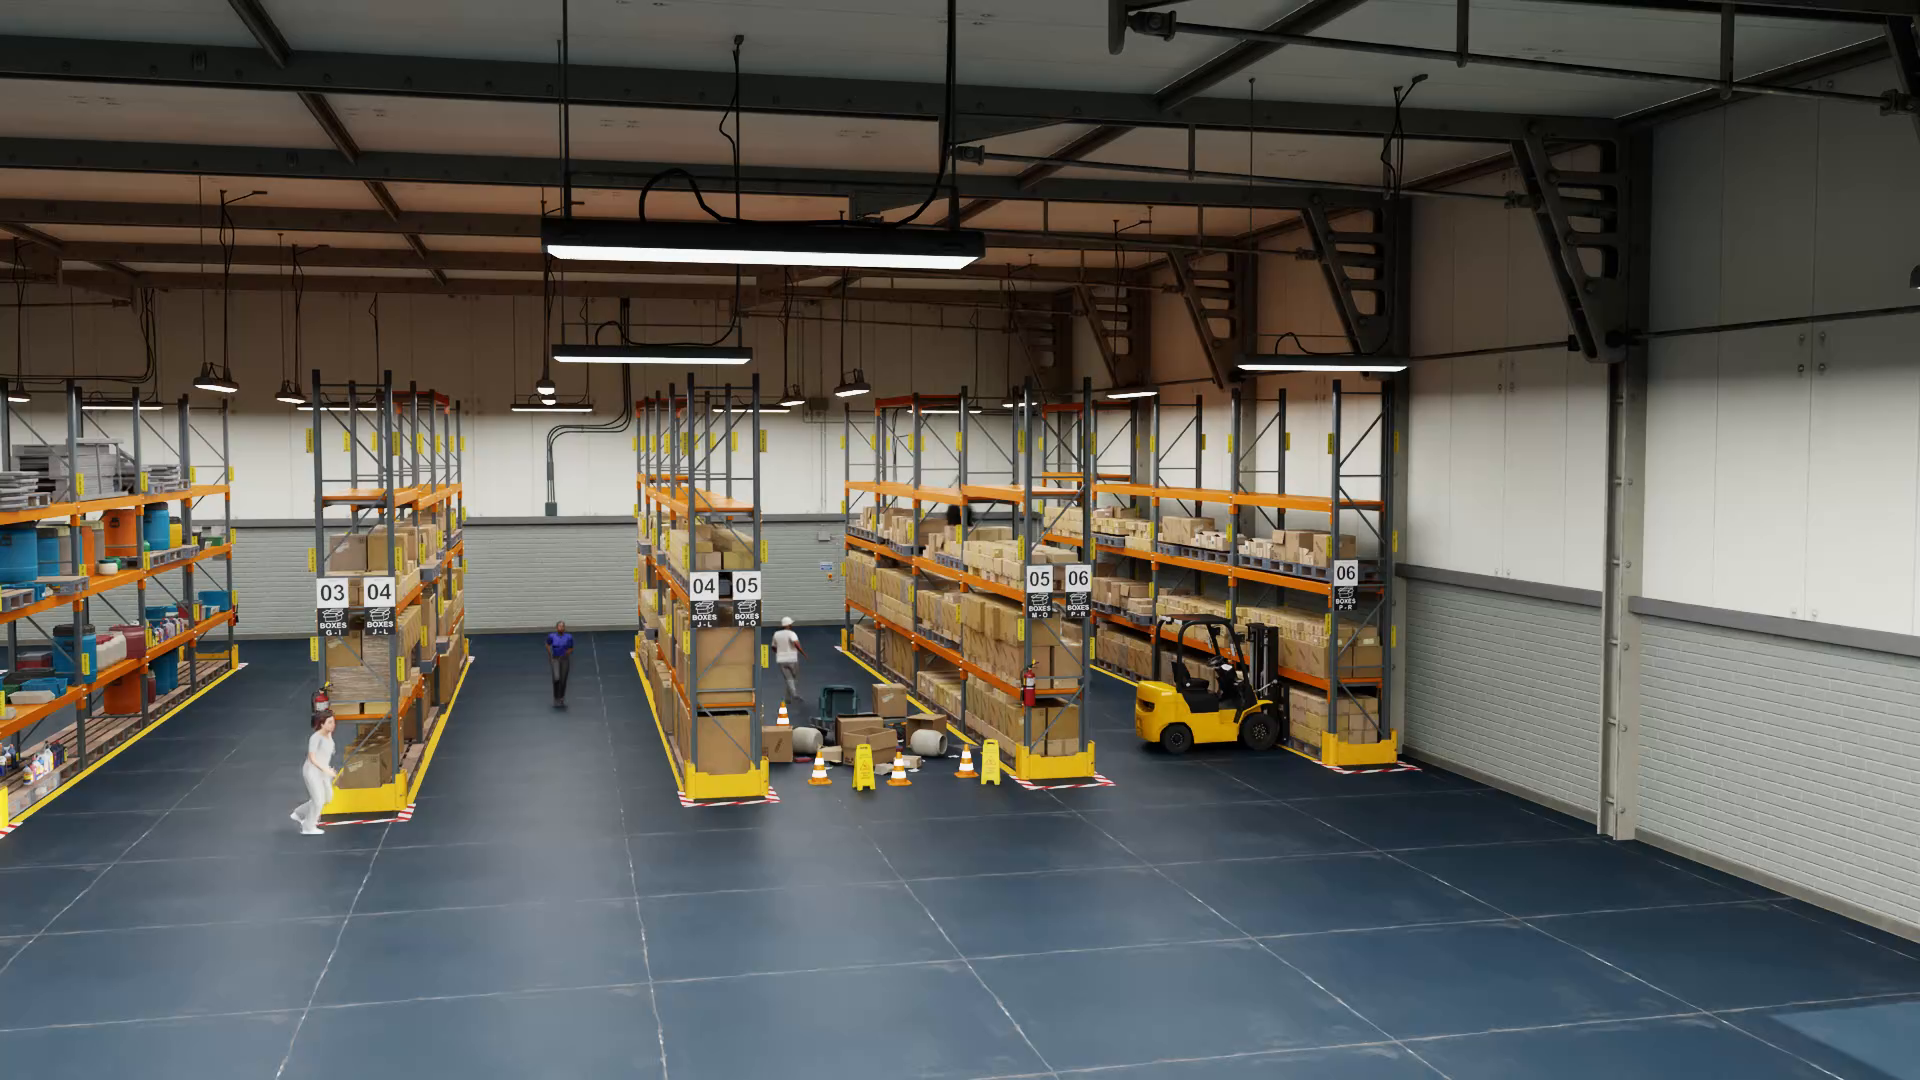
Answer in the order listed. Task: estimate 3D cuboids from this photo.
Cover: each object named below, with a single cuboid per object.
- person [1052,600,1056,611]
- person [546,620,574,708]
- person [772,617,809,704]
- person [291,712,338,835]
[{"bbox_3d":[2.019,2.090,36.189,0.551,1.657,0.790,-2,4,-34],"label":"person"},{"bbox_3d":[-7.634,2.363,31.773,0.492,1.670,0.789,-1,4,-21],"label":"person"},{"bbox_3d":[-3.276,2.339,31.836,0.815,1.706,0.688,1,3,14],"label":"person"},{"bbox_3d":[-8.254,2.979,21.253,0.722,1.588,0.544,0,3,7],"label":"person"}]
